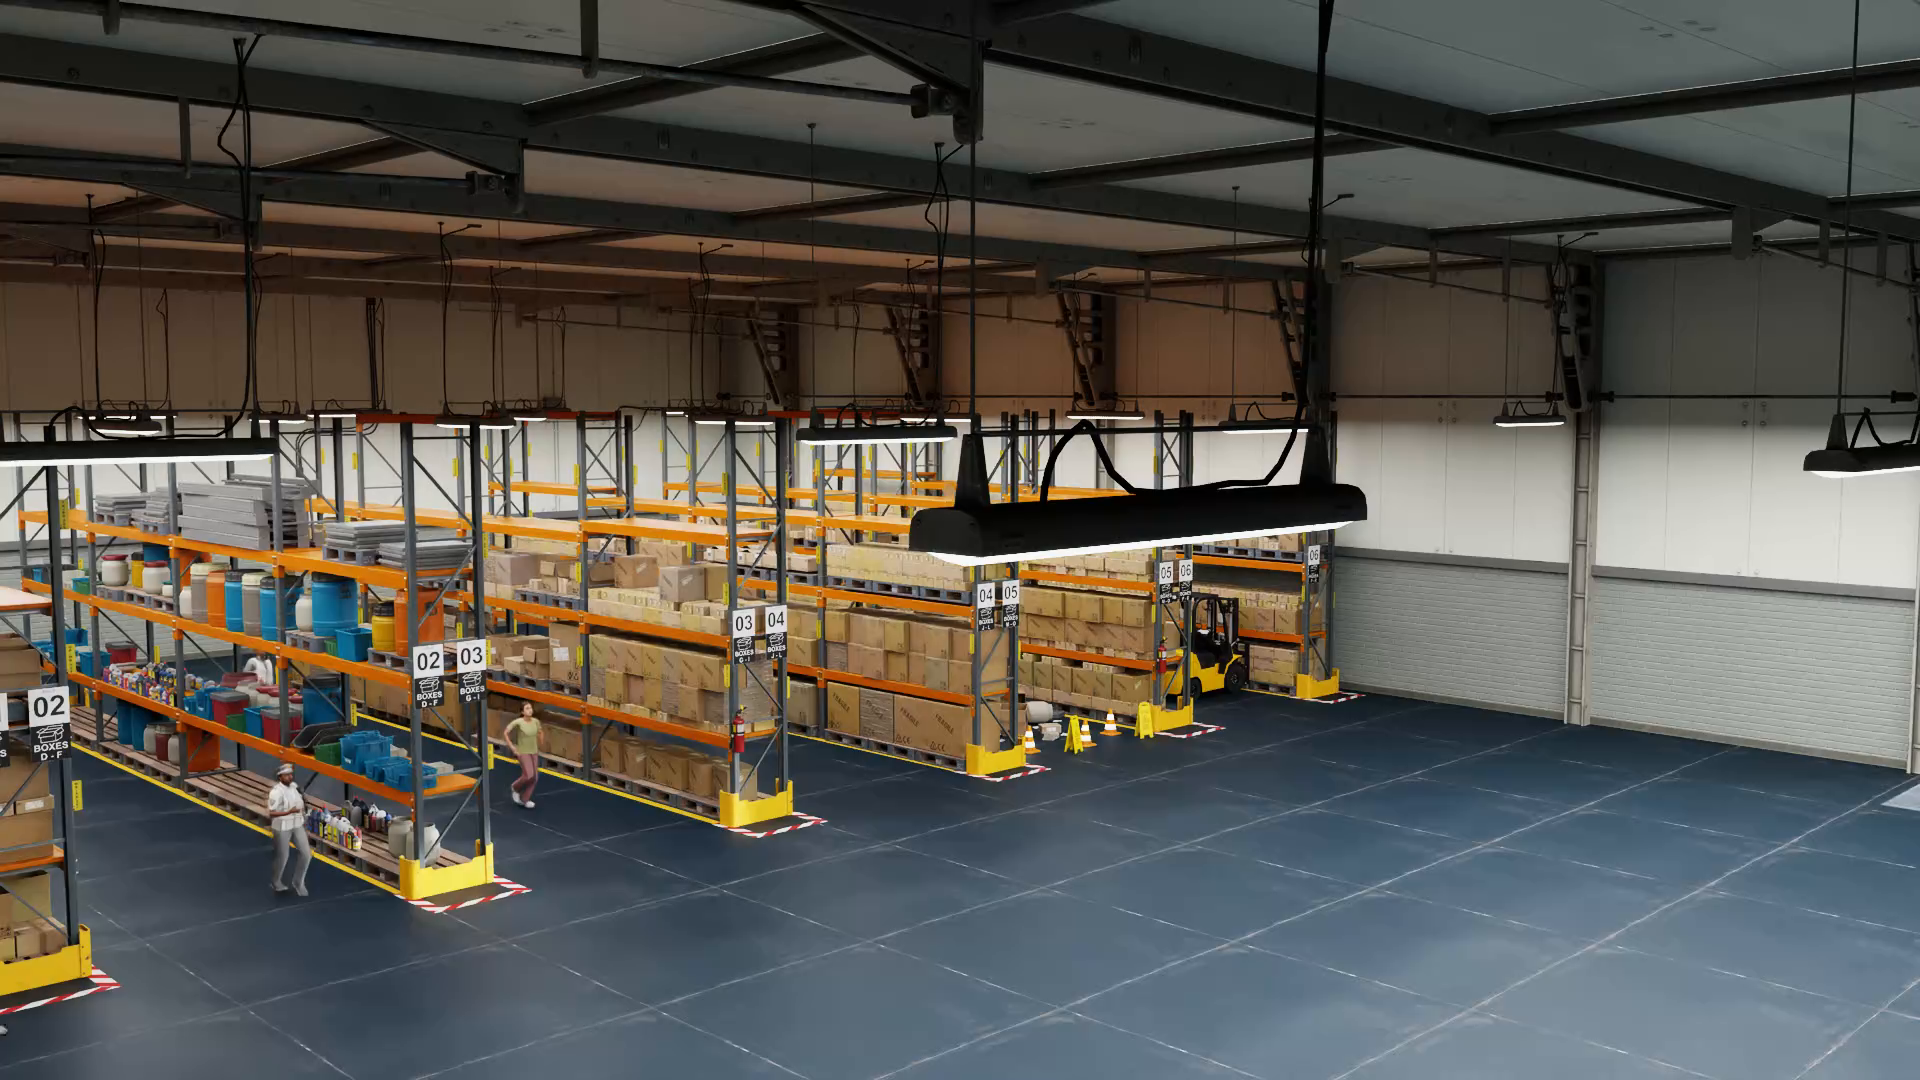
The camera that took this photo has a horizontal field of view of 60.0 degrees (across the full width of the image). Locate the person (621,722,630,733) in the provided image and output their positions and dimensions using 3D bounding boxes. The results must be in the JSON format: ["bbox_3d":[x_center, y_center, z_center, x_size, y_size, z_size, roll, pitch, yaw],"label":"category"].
[{"bbox_3d":[-6.050,2.885,30.577,0.576,1.628,0.635,-5,7,-43],"label":"person"}]

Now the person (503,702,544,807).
[{"bbox_3d":[-6.637,3.295,25.540,0.514,1.638,0.624,4,7,42],"label":"person"}]

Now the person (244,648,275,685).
[{"bbox_3d":[-13.069,2.771,31.023,0.831,1.768,0.666,3,6,31],"label":"person"}]

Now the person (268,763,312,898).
[{"bbox_3d":[-8.472,3.670,21.005,0.698,1.747,0.558,3,6,35],"label":"person"}]

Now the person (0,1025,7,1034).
[{"bbox_3d":[-9.865,4.049,16.606,0.879,1.653,0.636,0,5,4],"label":"person"}]
